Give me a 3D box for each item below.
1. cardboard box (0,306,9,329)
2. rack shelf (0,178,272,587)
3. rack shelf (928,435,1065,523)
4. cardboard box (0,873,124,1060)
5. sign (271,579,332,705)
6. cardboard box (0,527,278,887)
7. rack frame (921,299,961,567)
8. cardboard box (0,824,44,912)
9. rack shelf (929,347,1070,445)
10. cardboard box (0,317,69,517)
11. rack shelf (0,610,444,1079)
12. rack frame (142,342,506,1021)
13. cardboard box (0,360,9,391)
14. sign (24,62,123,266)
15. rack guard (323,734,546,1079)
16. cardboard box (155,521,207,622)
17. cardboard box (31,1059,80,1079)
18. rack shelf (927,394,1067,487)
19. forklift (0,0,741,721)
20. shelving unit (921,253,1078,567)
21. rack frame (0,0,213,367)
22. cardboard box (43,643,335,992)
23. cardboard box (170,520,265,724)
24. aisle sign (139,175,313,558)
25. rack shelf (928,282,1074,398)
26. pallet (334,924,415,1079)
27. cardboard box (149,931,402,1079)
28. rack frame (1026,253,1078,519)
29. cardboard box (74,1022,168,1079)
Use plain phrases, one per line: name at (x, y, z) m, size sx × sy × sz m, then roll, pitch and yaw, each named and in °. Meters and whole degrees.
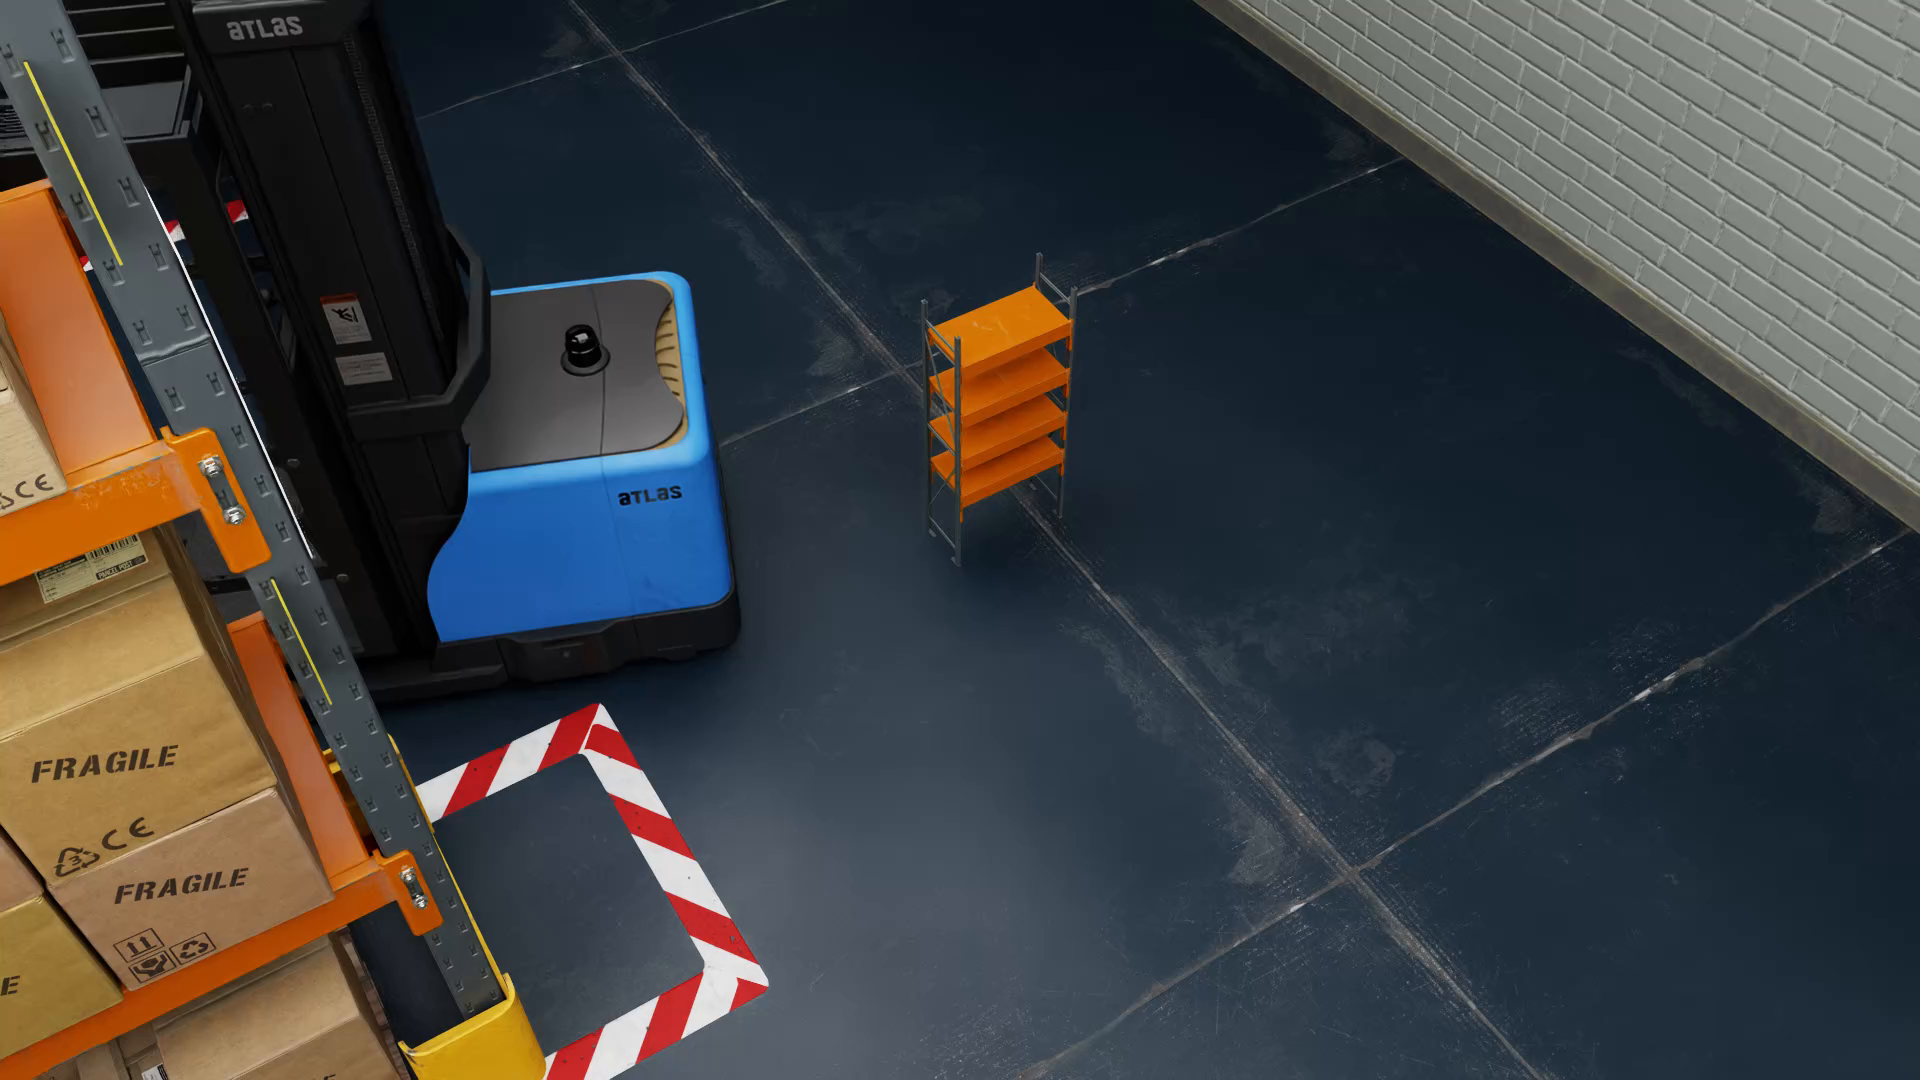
cardboard box at (-2.236, -0.554, 3.272) m, size 0.500 × 0.250 × 0.500 m, roll -25°, pitch 53°, yaw -21°
rack shelf at (-3.357, 0.388, 2.814) m, size 4.000 × 0.370 × 1.077 m, roll -25°, pitch 53°, yaw -21°
rack shelf at (0.140, -0.288, 6.504) m, size 0.480 × 0.148 × 0.258 m, roll -25°, pitch 53°, yaw -21°
cardboard box at (-2.336, 0.876, 3.840) m, size 0.500 × 0.500 × 0.500 m, roll -25°, pitch 53°, yaw -20°
sign at (-1.386, 0.218, 3.505) m, size 0.005 × 0.325 × 0.100 m, roll -25°, pitch 53°, yaw -21°
cardboard box at (-1.895, 0.335, 3.652) m, size 0.500 × 0.500 × 0.500 m, roll -26°, pitch 53°, yaw -21°
rack frame at (-0.066, -0.368, 6.219) m, size 0.015 × 1.200 × 0.240 m, roll -25°, pitch 53°, yaw -21°
cardboard box at (-2.322, 0.537, 3.472) m, size 0.500 × 0.500 × 0.500 m, roll -24°, pitch 53°, yaw -20°
rack shelf at (0.140, -0.569, 6.189) m, size 0.480 × 0.148 × 0.258 m, roll -25°, pitch 53°, yaw -21°
cardboard box at (-1.959, -0.227, 2.980) m, size 0.500 × 0.250 × 0.500 m, roll -25°, pitch 53°, yaw -21°
rack shelf at (-3.357, 1.386, 3.934) m, size 4.000 × 0.370 × 1.077 m, roll -25°, pitch 53°, yaw -21°
rack frame at (-1.666, 0.350, 4.375) m, size 0.127 × 3.000 × 1.000 m, roll -25°, pitch 53°, yaw -21°
cardboard box at (-1.964, -0.398, 2.799) m, size 0.500 × 0.250 × 0.500 m, roll -25°, pitch 53°, yaw -21°
sign at (-1.386, -0.584, 2.605) m, size 0.005 × 0.325 × 0.100 m, roll -25°, pitch 53°, yaw -21°
rack guard at (-1.730, 1.211, 5.282) m, size 0.348 × 0.500 × 1.175 m, roll -25°, pitch 53°, yaw -21°
cardboard box at (-2.181, -0.006, 3.955) m, size 0.500 × 0.500 × 0.500 m, roll -24°, pitch 52°, yaw -20°
cardboard box at (-2.700, 1.355, 5.027) m, size 0.500 × 0.250 × 0.500 m, roll -25°, pitch 53°, yaw -21°
rack shelf at (0.140, -0.420, 6.356) m, size 0.480 × 0.148 × 0.258 m, roll -25°, pitch 53°, yaw -21°
forklift at (-2.397, -0.713, 5.368) m, size 3.031 × 2.935 × 1.130 m, roll -8°, pitch 49°, yaw -7°
shelving unit at (0.140, -0.465, 6.306) m, size 0.503 × 1.200 × 0.258 m, roll -25°, pitch 53°, yaw -21°
rack frame at (-1.666, -1.645, 2.135) m, size 0.127 × 3.000 × 1.000 m, roll -25°, pitch 53°, yaw -21°
cardboard box at (-1.899, 0.667, 4.026) m, size 0.500 × 0.500 × 0.500 m, roll -24°, pitch 52°, yaw -20°
cardboard box at (-2.181, 0.327, 4.329) m, size 0.500 × 0.500 × 0.500 m, roll -24°, pitch 53°, yaw -20°
aisle sign at (-1.444, -0.348, 3.256) m, size 0.004 × 0.787 × 0.394 m, roll -25°, pitch 53°, yaw -21°
rack shelf at (0.140, -0.726, 6.013) m, size 0.480 × 0.148 × 0.258 m, roll -25°, pitch 53°, yaw -21°
pallet at (-2.404, 1.626, 5.106) m, size 1.213 × 0.211 × 1.003 m, roll -25°, pitch 53°, yaw -21°
cardboard box at (-1.994, 1.407, 4.813) m, size 0.500 × 0.500 × 0.500 m, roll -25°, pitch 53°, yaw -21°
rack frame at (0.346, -0.562, 6.393) m, size 0.015 × 1.200 × 0.240 m, roll -25°, pitch 53°, yaw -21°
cardboard box at (-2.384, 1.623, 4.844) m, size 0.250 × 0.166 × 0.380 m, roll -25°, pitch 53°, yaw -21°
